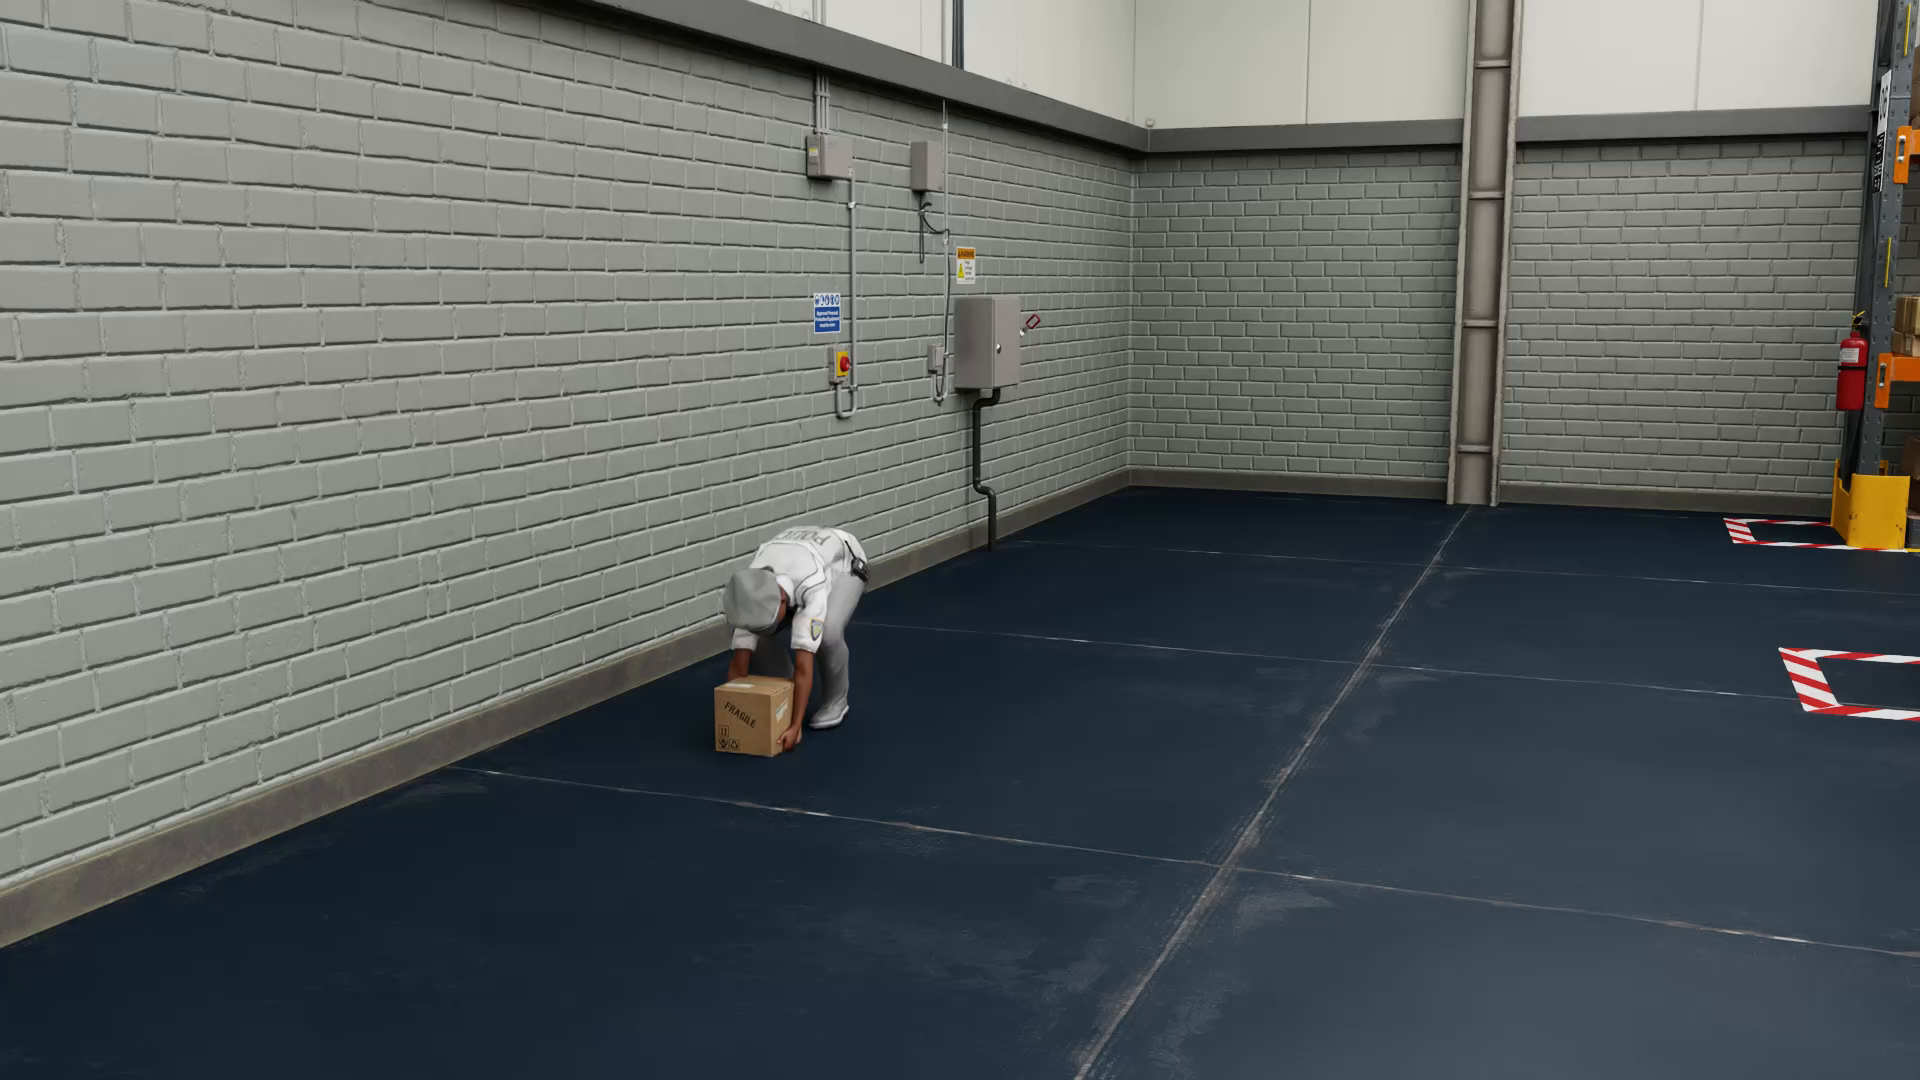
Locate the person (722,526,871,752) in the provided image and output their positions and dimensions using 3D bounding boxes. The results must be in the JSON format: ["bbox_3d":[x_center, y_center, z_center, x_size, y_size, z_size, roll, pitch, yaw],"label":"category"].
[{"bbox_3d":[-0.681,0.381,6.774,0.456,0.823,0.919,3,9,19],"label":"person"}]
